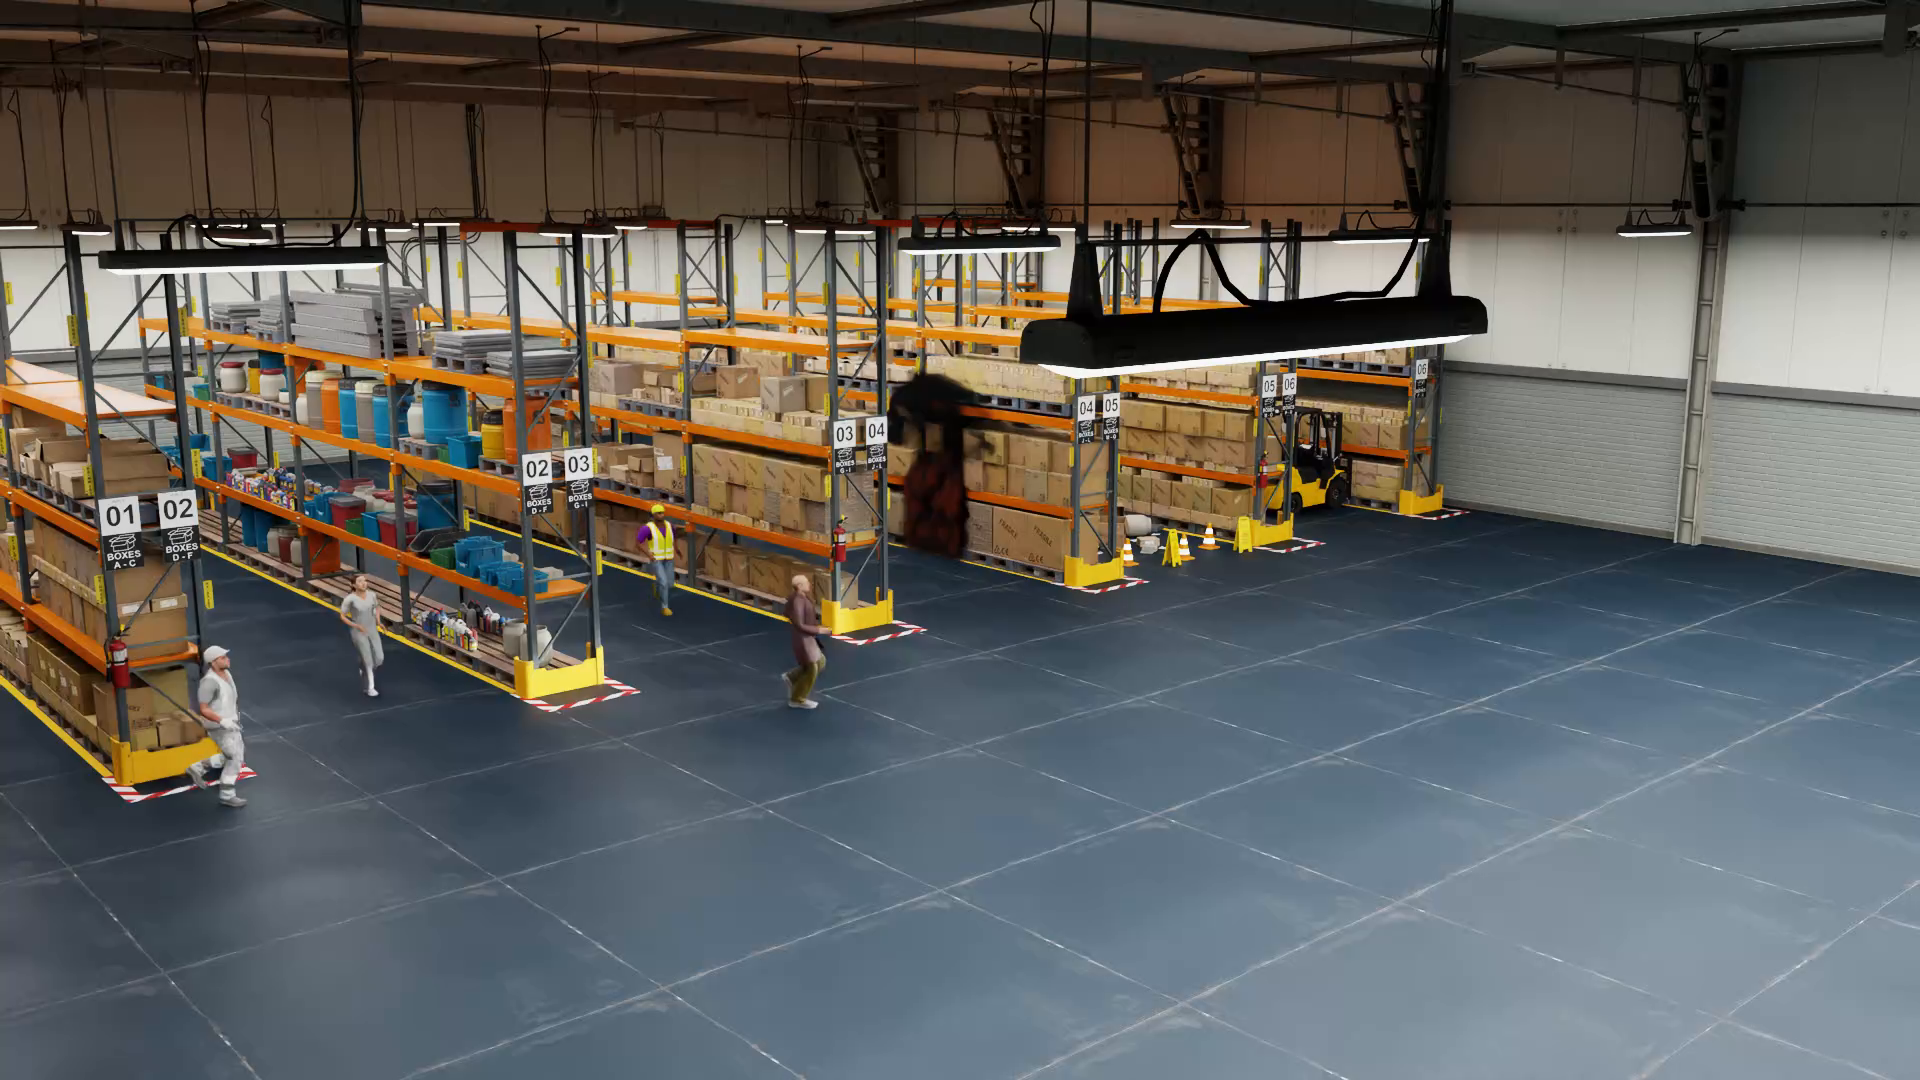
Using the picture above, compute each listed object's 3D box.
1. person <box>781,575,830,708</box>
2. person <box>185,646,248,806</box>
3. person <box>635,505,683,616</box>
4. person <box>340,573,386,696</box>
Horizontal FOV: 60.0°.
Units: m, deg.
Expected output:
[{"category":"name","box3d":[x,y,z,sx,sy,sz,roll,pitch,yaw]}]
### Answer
[{"category":"person","box3d":[-1.966,1.330,21.142,0.632,1.649,0.706,-1,11,-6]},{"category":"person","box3d":[-7.951,1.974,17.716,0.667,1.760,0.682,-1,11,-6]},{"category":"person","box3d":[-4.732,0.293,26.103,0.701,1.732,0.680,-9,15,-39]},{"category":"person","box3d":[-7.814,1.225,21.762,0.572,1.620,0.565,10,15,41]}]
